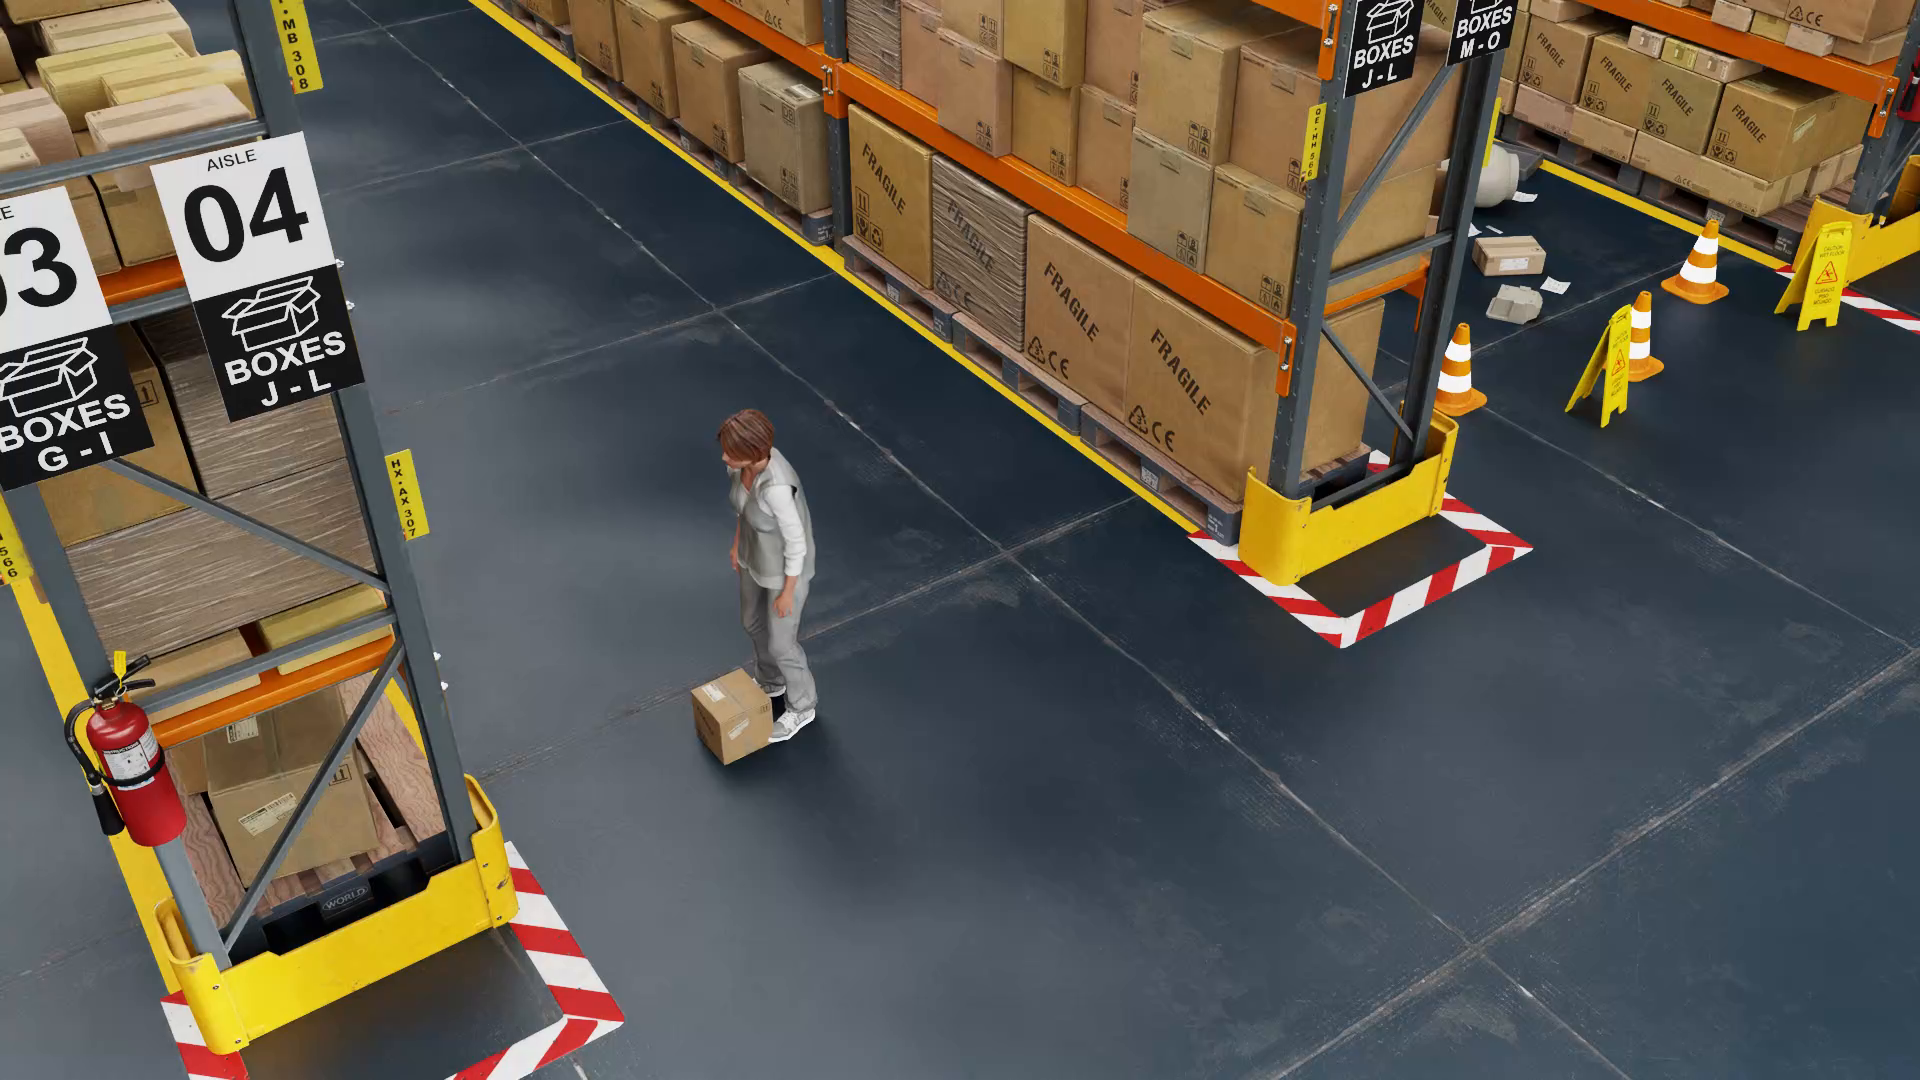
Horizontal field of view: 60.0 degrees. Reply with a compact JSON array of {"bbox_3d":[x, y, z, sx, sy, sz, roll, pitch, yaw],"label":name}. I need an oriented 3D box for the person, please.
[{"bbox_3d":[-0.781,0.128,6.837,0.343,1.593,0.461,-23,42,-27],"label":"person"}]
